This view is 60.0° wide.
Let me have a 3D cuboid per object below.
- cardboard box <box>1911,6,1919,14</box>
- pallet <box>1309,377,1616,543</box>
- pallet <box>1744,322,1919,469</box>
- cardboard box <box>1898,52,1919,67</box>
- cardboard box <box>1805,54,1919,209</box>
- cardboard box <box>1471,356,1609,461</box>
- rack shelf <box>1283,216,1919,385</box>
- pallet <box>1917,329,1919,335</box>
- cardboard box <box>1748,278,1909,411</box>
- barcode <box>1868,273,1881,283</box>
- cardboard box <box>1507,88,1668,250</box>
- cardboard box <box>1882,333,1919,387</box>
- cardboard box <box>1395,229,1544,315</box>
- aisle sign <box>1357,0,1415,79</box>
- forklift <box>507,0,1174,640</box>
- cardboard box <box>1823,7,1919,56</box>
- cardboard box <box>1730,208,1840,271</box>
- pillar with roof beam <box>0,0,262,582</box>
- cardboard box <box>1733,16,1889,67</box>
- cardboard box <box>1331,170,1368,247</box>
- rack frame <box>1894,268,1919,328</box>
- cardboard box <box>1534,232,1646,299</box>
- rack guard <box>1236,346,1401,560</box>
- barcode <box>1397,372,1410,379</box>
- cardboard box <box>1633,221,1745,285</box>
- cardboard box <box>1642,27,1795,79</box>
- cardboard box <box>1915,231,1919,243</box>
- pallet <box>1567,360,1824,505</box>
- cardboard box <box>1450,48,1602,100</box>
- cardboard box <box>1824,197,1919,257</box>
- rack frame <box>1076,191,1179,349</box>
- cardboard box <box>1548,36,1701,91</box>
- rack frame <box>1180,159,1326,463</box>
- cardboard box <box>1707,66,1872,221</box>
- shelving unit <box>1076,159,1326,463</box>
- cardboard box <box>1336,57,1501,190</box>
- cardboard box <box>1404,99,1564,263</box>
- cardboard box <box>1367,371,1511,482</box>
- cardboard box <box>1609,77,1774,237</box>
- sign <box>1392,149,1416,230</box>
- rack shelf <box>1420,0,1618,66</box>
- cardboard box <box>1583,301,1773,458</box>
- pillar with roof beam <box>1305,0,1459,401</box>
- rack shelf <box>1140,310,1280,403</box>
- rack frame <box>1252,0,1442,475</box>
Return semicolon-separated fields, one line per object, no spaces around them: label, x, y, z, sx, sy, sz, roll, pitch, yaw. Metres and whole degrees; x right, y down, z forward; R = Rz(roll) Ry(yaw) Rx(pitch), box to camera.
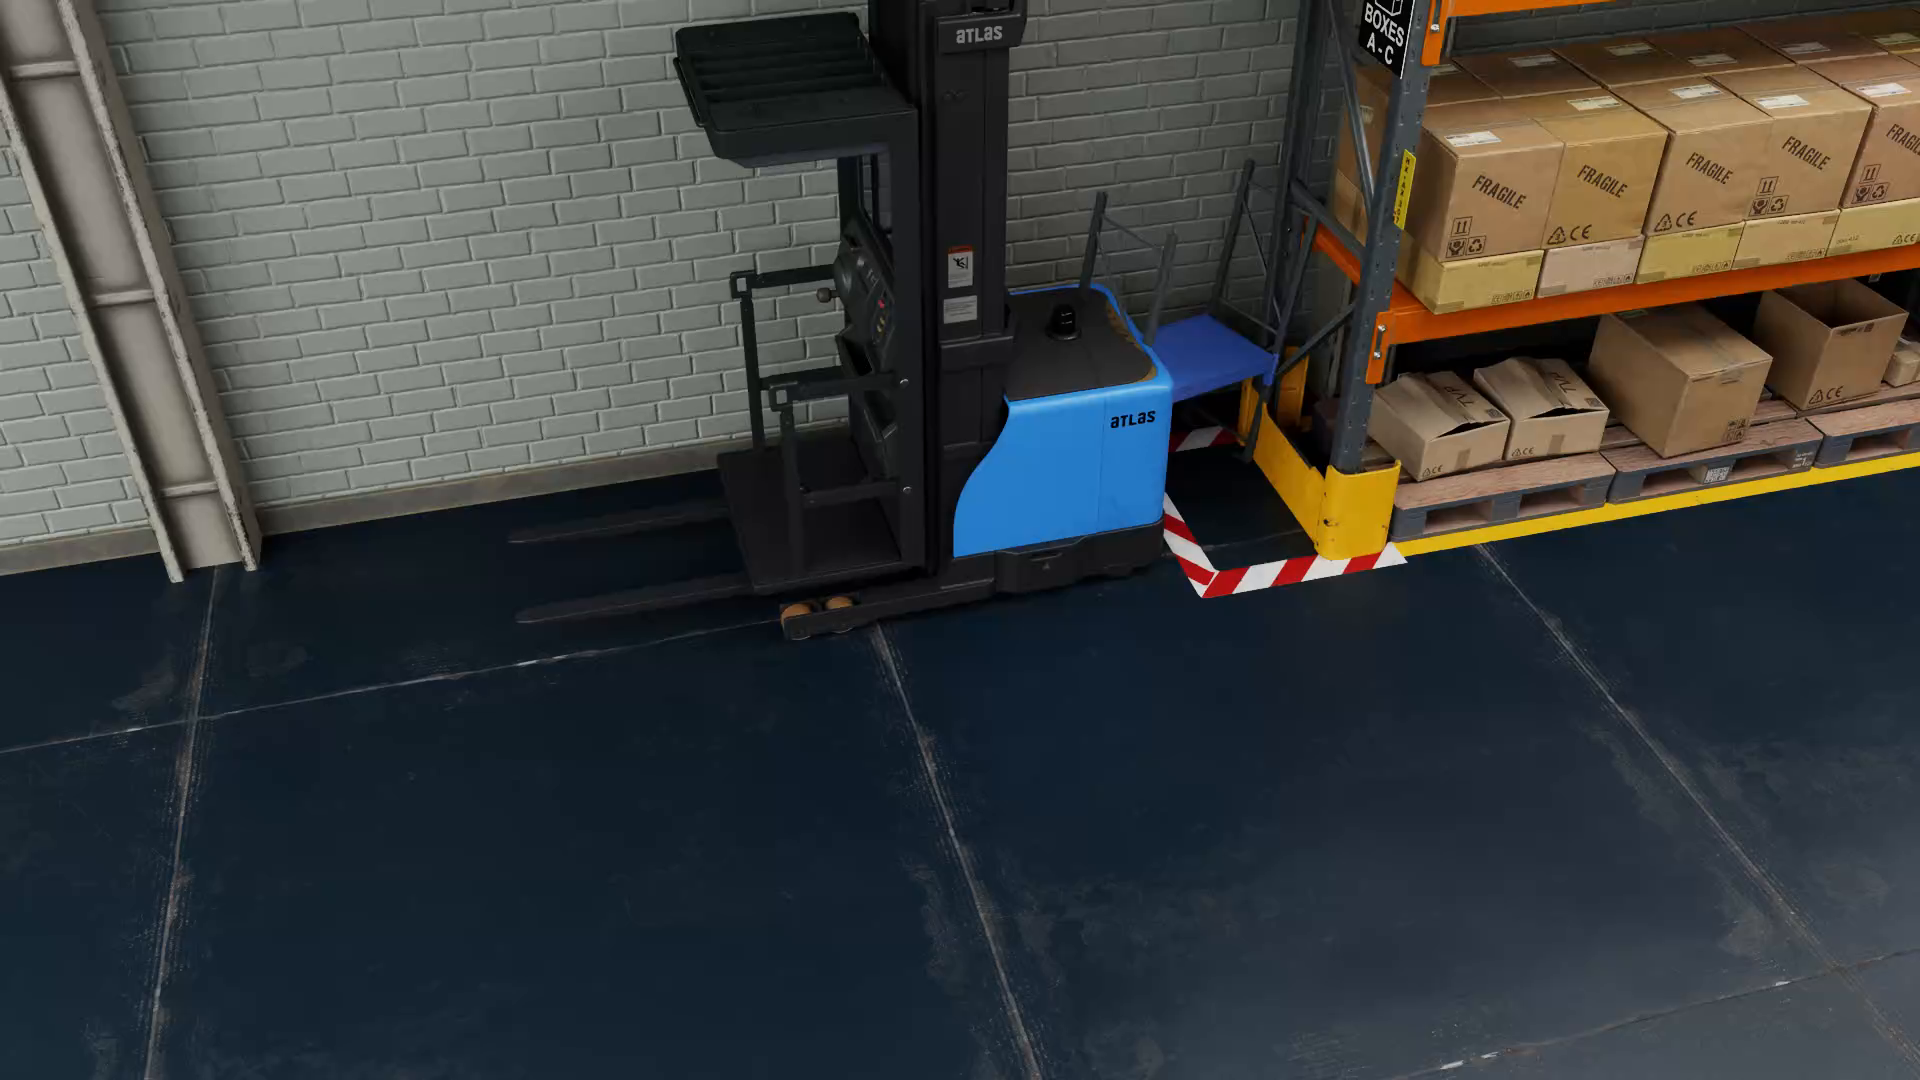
cardboard box;5.070;-2.369;8.347;0.500;0.500;0.500;-10;39;-13
pallet;2.583;-0.453;8.648;1.213;0.211;1.003;-9;38;-12
pallet;4.939;-0.840;9.153;1.213;0.211;1.003;-9;38;-12
cardboard box;4.722;-1.982;7.841;0.500;0.500;0.500;-10;38;-12
cardboard box;4.233;-1.909;7.745;0.500;0.500;0.500;-10;39;-13
cardboard box;2.958;-0.695;8.520;0.500;0.311;0.500;-6;38;-8
rack shelf;3.647;-1.472;8.277;4.000;0.370;1.077;-9;38;-12
pallet;6.329;-1.091;9.482;1.213;0.211;1.003;-9;38;-12
cardboard box;4.586;-1.069;8.853;0.500;0.500;0.500;-12;39;-15
barcode;4.994;-1.439;9.073;0.075;0.075;0.001;-9;38;-12
cardboard box;2.735;-1.659;7.419;0.500;0.500;0.500;-9;38;-12
cardboard box;5.069;-1.022;9.066;0.250;0.166;0.380;-14;40;-18
cardboard box;2.270;-1.280;7.541;0.500;0.250;0.500;-10;39;-13
aisle sign;1.725;-2.286;6.609;0.004;0.787;0.394;-9;38;-12
forklift;-0.600;-1.063;7.206;3.031;2.935;1.130;-10;38;-12
cardboard box;4.569;-2.289;8.243;0.500;0.500;0.500;-10;38;-12
cardboard box;3.750;-1.527;7.864;0.500;0.250;0.500;-9;38;-12
pillar with roof beam;-2.503;-0.966;2.086;0.400;9.000;9.100;-9;38;-12
cardboard box;4.087;-2.213;8.144;0.500;0.500;0.500;-8;38;-11
cardboard box;2.117;-1.577;7.929;0.500;0.250;0.500;-9;38;-11
rack frame;5.578;-2.074;8.472;0.127;3.000;1.000;-9;38;-12
cardboard box;2.768;-1.371;7.660;0.500;0.250;0.500;-10;39;-13
rack guard;1.790;-0.460;8.419;0.348;0.500;1.175;-9;38;-12
barcode;2.321;-0.846;8.709;0.075;0.075;0.001;-9;38;-12
cardboard box;3.261;-1.448;7.761;0.500;0.250;0.500;-10;39;-13
cardboard box;3.589;-2.125;8.028;0.500;0.500;0.500;-9;38;-11
cardboard box;4.717;-1.696;8.085;0.500;0.250;0.500;-9;38;-12
pallet;3.759;-0.644;8.898;1.213;0.211;1.003;-9;38;-12
cardboard box;2.605;-1.960;7.813;0.500;0.500;0.500;-9;38;-11
cardboard box;4.235;-1.607;7.969;0.500;0.250;0.500;-10;38;-12
rack frame;0.693;-0.860;7.894;0.032;1.500;0.500;-20;44;-35
cardboard box;3.103;-2.045;7.923;0.500;0.500;0.500;-10;39;-13
rack frame;1.472;-1.143;8.484;0.032;1.500;0.500;-20;44;-35
cardboard box;3.731;-1.826;7.637;0.500;0.500;0.500;-8;38;-11
shelving unit;1.083;-1.001;8.189;1.048;1.500;0.538;-20;44;-35
cardboard box;2.116;-1.886;7.716;0.500;0.500;0.500;-10;38;-12
cardboard box;2.256;-1.586;7.324;0.500;0.500;0.500;-9;38;-12
cardboard box;2.408;-0.604;8.402;0.500;0.311;0.500;-14;39;-17
cardboard box;3.236;-1.737;7.521;0.500;0.500;0.500;-11;39;-13
sign;1.858;-1.466;6.965;0.005;0.325;0.100;-9;38;-12
rack shelf;3.647;-2.663;7.365;4.000;0.370;1.077;-9;38;-12
cardboard box;3.679;-0.857;8.576;0.500;0.500;0.700;-12;39;-15
pillar with roof beam;3.289;-1.917;3.329;0.400;9.000;9.100;-9;38;-12
rack shelf;1.058;-0.856;8.292;1.000;0.185;0.538;-20;44;-35
rack frame;1.716;-1.441;7.644;0.127;3.000;1.000;-9;38;-12
